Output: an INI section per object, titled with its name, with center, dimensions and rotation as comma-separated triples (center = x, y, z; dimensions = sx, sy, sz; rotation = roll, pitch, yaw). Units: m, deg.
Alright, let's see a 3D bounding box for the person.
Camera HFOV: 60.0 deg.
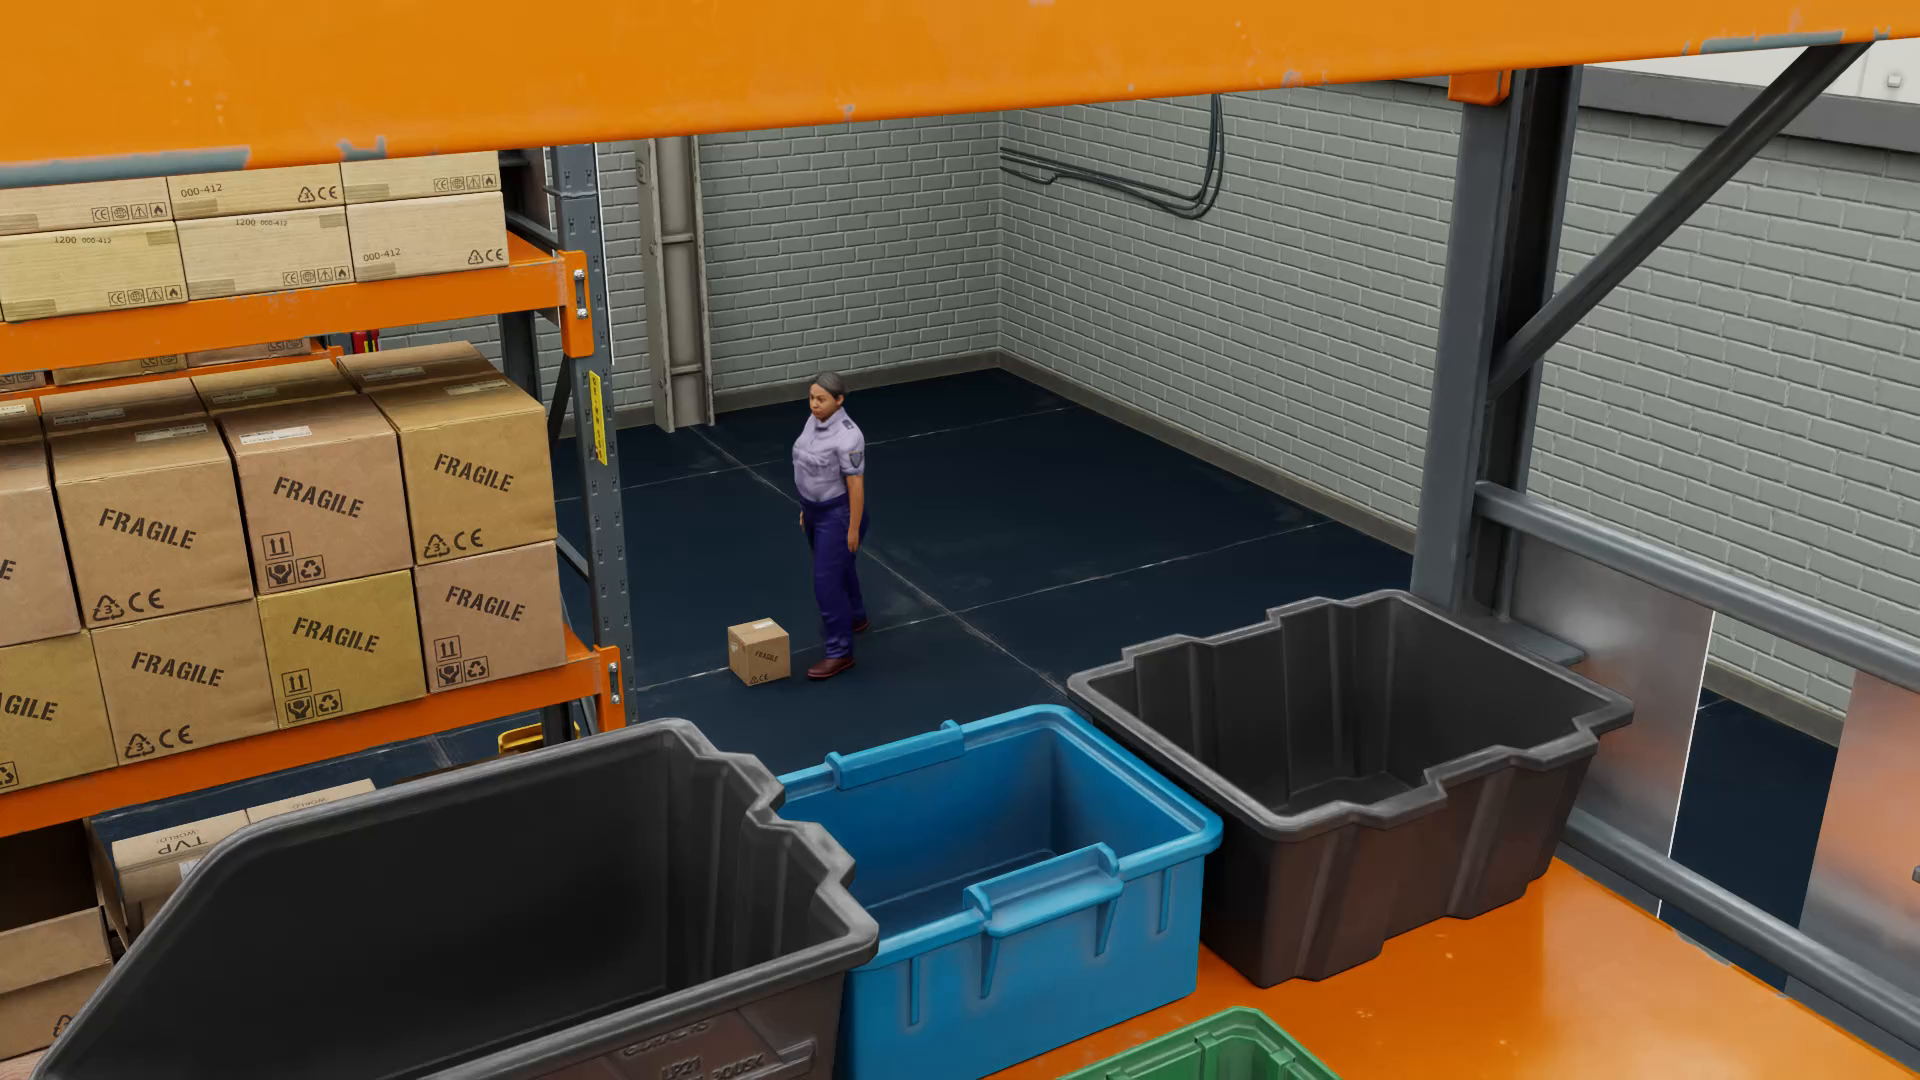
[person]
center = -0.691, -0.116, 8.965
dimensions = 0.572, 1.655, 0.578
rotation = -13, 25, -29
